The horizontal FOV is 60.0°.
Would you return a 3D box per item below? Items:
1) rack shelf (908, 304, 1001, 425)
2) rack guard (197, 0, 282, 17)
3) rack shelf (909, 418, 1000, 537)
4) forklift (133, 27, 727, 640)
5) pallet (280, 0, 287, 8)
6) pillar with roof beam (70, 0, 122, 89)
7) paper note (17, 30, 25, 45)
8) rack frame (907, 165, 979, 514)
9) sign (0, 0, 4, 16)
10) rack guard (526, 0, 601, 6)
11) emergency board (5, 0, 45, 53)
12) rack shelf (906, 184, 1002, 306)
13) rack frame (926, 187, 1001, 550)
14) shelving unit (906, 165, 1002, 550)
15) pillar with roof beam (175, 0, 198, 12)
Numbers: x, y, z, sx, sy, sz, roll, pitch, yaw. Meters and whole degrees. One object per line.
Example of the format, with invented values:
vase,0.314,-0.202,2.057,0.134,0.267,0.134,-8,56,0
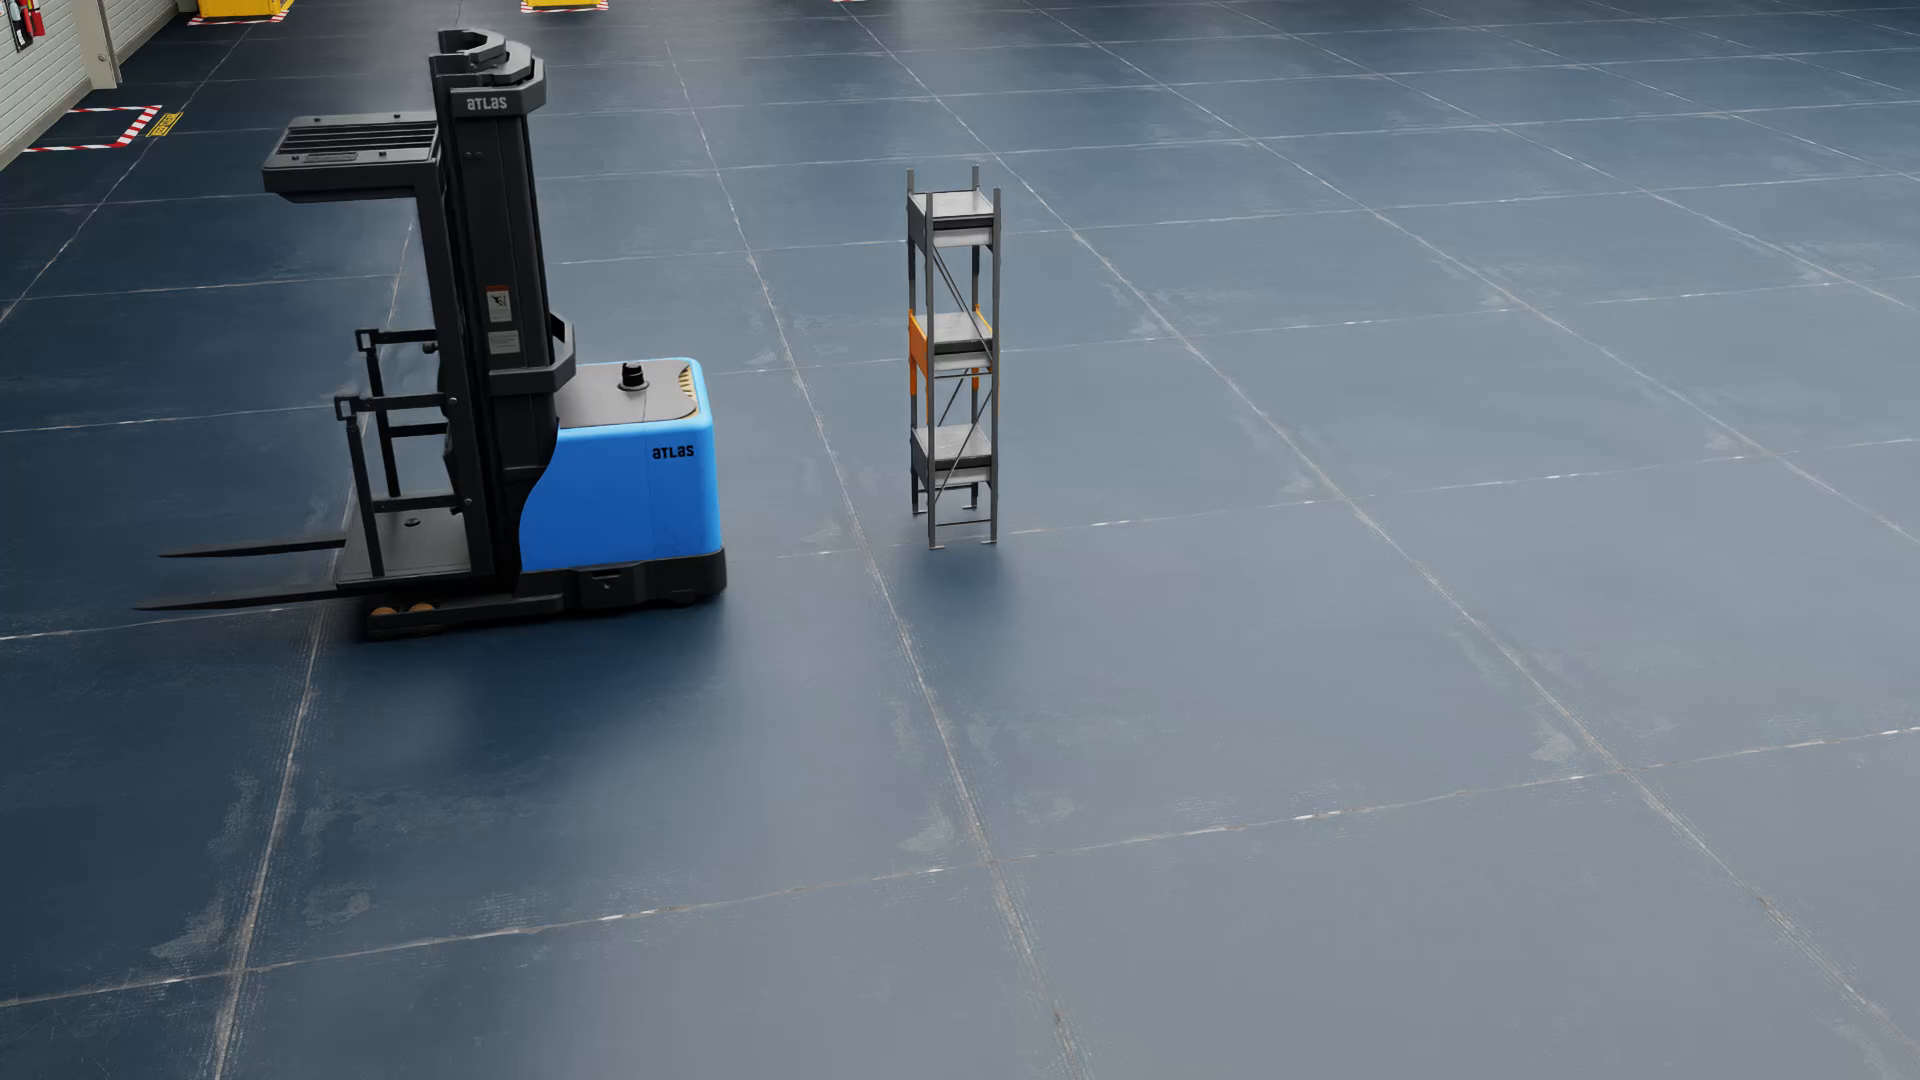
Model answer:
rack shelf,-0.037,-0.998,9.427,0.431,0.518,0.480,-6,27,-12
rack guard,-11.284,-8.479,25.995,1.175,0.500,0.348,-6,27,-12
rack shelf,-0.037,-0.373,9.742,0.431,0.518,0.480,-6,27,-12
forklift,-2.847,-1.047,8.572,3.031,2.935,1.130,-6,27,-11
pallet,-11.433,-8.711,26.774,1.003,0.211,1.213,-6,27,-12
pillar with roof beam,-6.721,-10.263,20.096,9.100,9.000,0.400,-6,27,-12
paper note,-10.423,-5.581,18.455,0.016,0.148,0.142,-6,27,-12
rack frame,-0.092,-1.117,9.633,0.400,2.100,0.015,-6,27,-12
sign,-10.372,-5.821,17.915,0.001,0.329,0.234,-6,27,-12
rack guard,-6.436,-8.940,26.908,1.175,0.500,0.348,-6,27,-12
emergency board,-10.396,-6.059,18.425,0.194,1.169,0.643,-6,27,-12
rack shelf,-0.037,-1.623,9.112,0.431,0.518,0.480,-6,27,-12
rack frame,0.018,-0.903,9.209,0.400,2.100,0.015,-6,27,-12
shelving unit,-0.037,-1.010,9.421,0.431,2.100,0.503,-6,27,-12
pillar with roof beam,-8.073,-12.897,25.315,9.100,9.000,0.400,-6,27,-12
